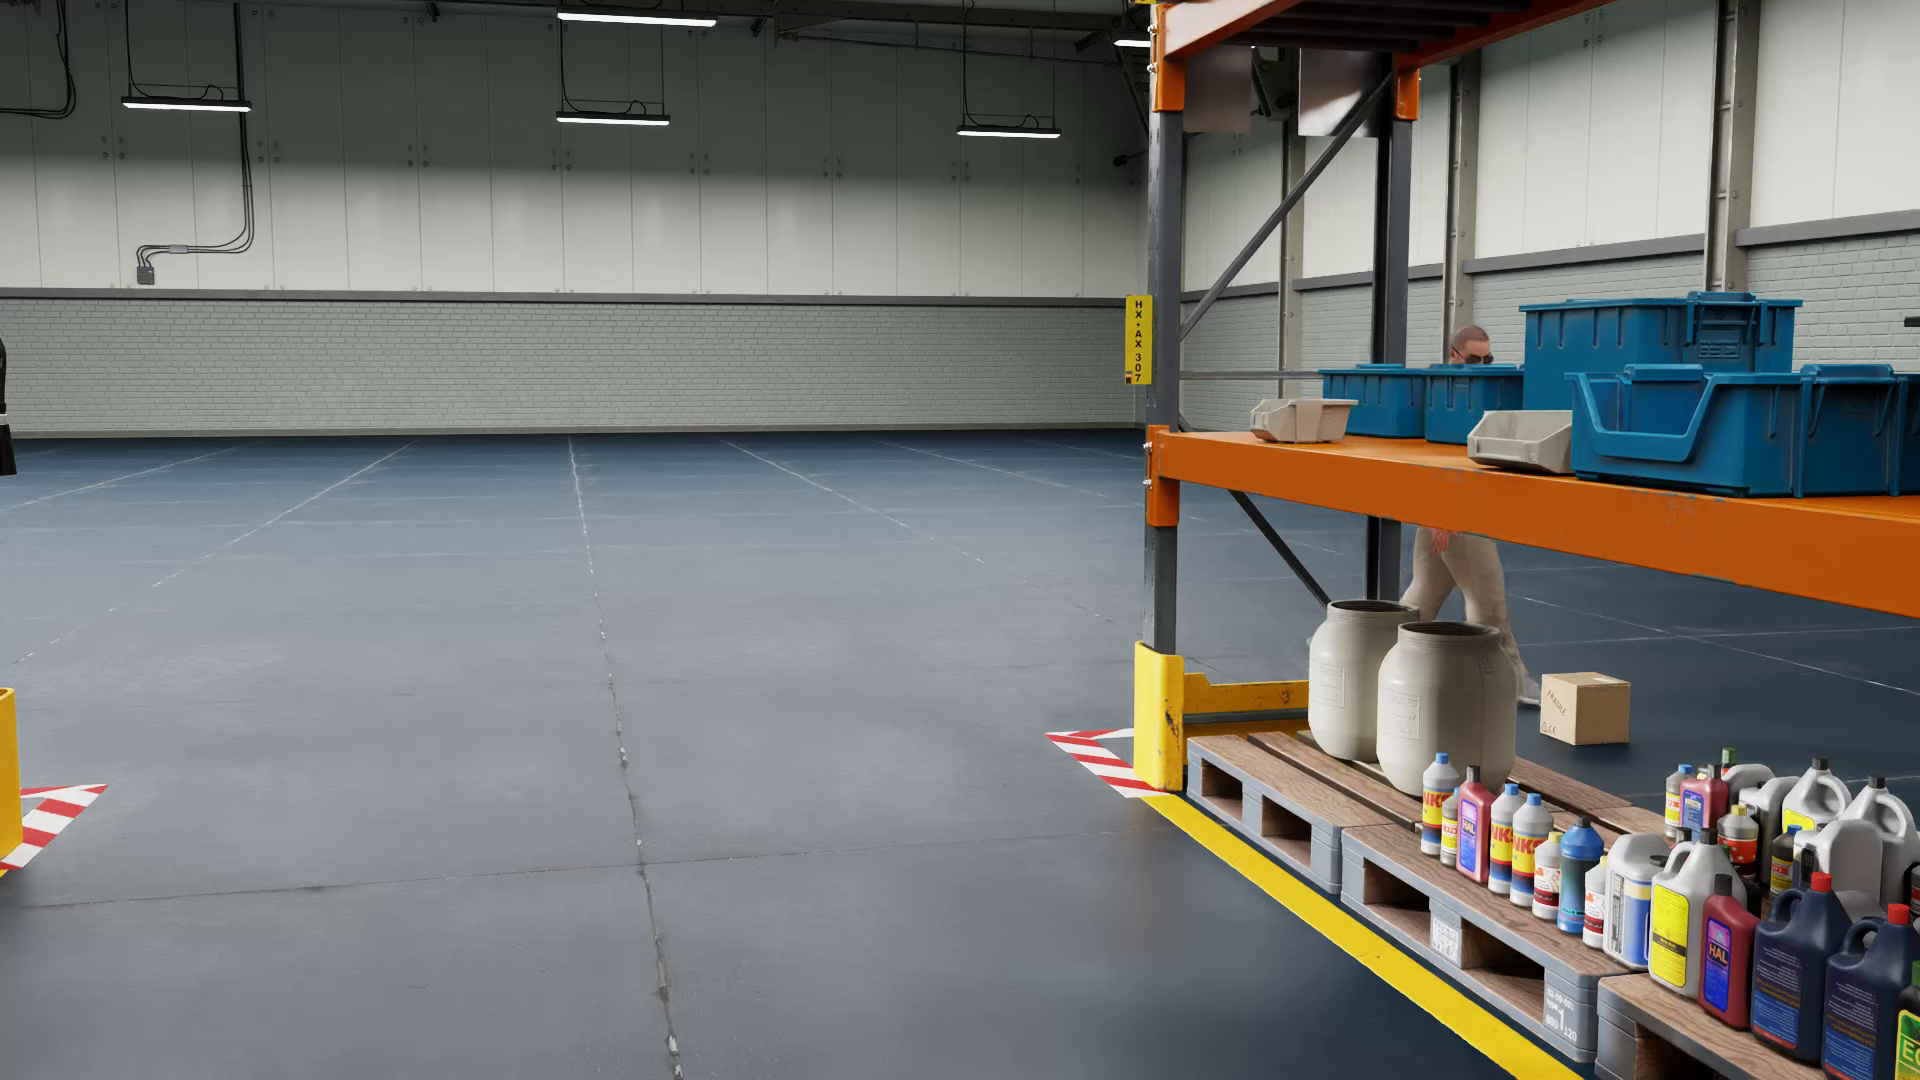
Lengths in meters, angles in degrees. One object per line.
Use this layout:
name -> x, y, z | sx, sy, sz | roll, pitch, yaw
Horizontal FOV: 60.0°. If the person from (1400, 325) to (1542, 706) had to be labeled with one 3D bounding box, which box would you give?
person -> 2.366, -0.128, 7.630 | 0.817, 1.699, 0.656 | 1, 6, 11
